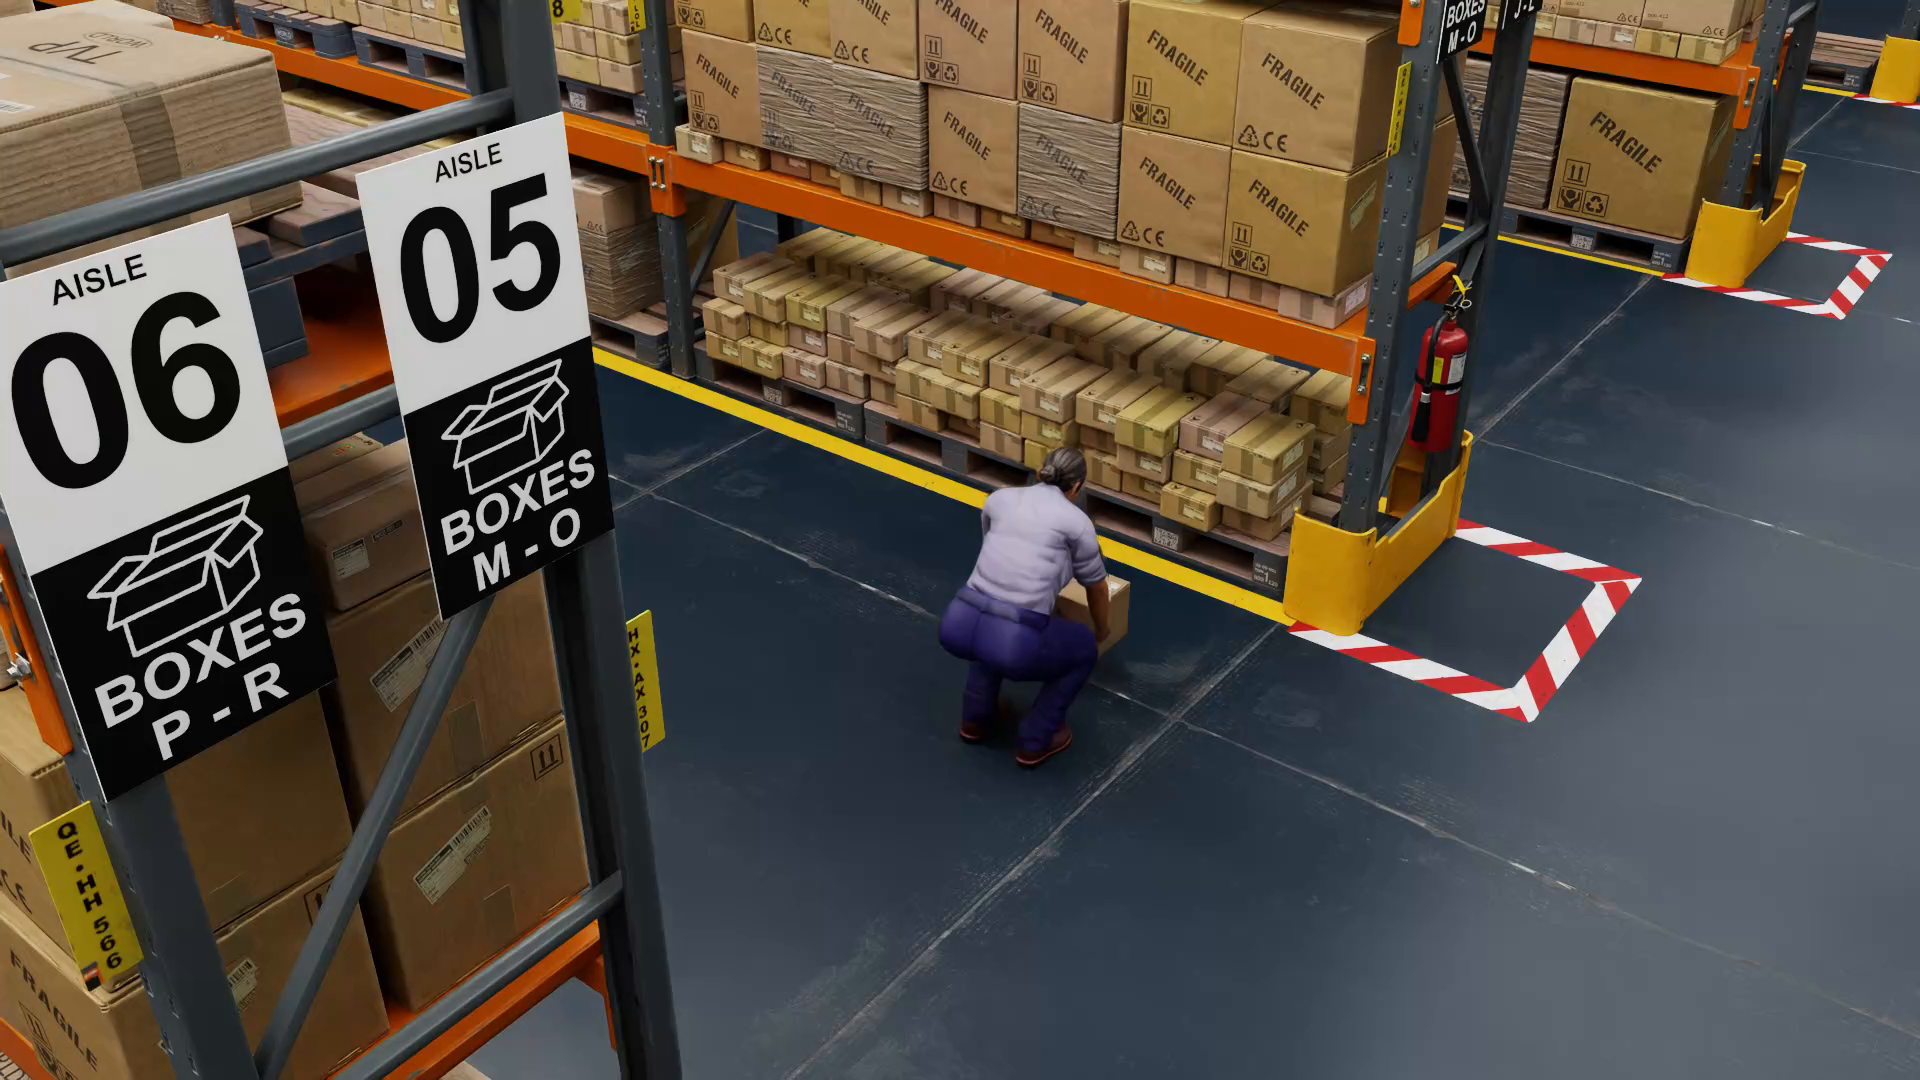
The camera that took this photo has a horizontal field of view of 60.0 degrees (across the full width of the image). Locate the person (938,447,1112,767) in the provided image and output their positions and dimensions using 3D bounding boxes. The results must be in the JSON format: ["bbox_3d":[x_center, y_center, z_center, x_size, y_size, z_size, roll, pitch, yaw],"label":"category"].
[{"bbox_3d":[0.234,0.259,6.256,0.537,1.099,0.769,21,37,31],"label":"person"}]
